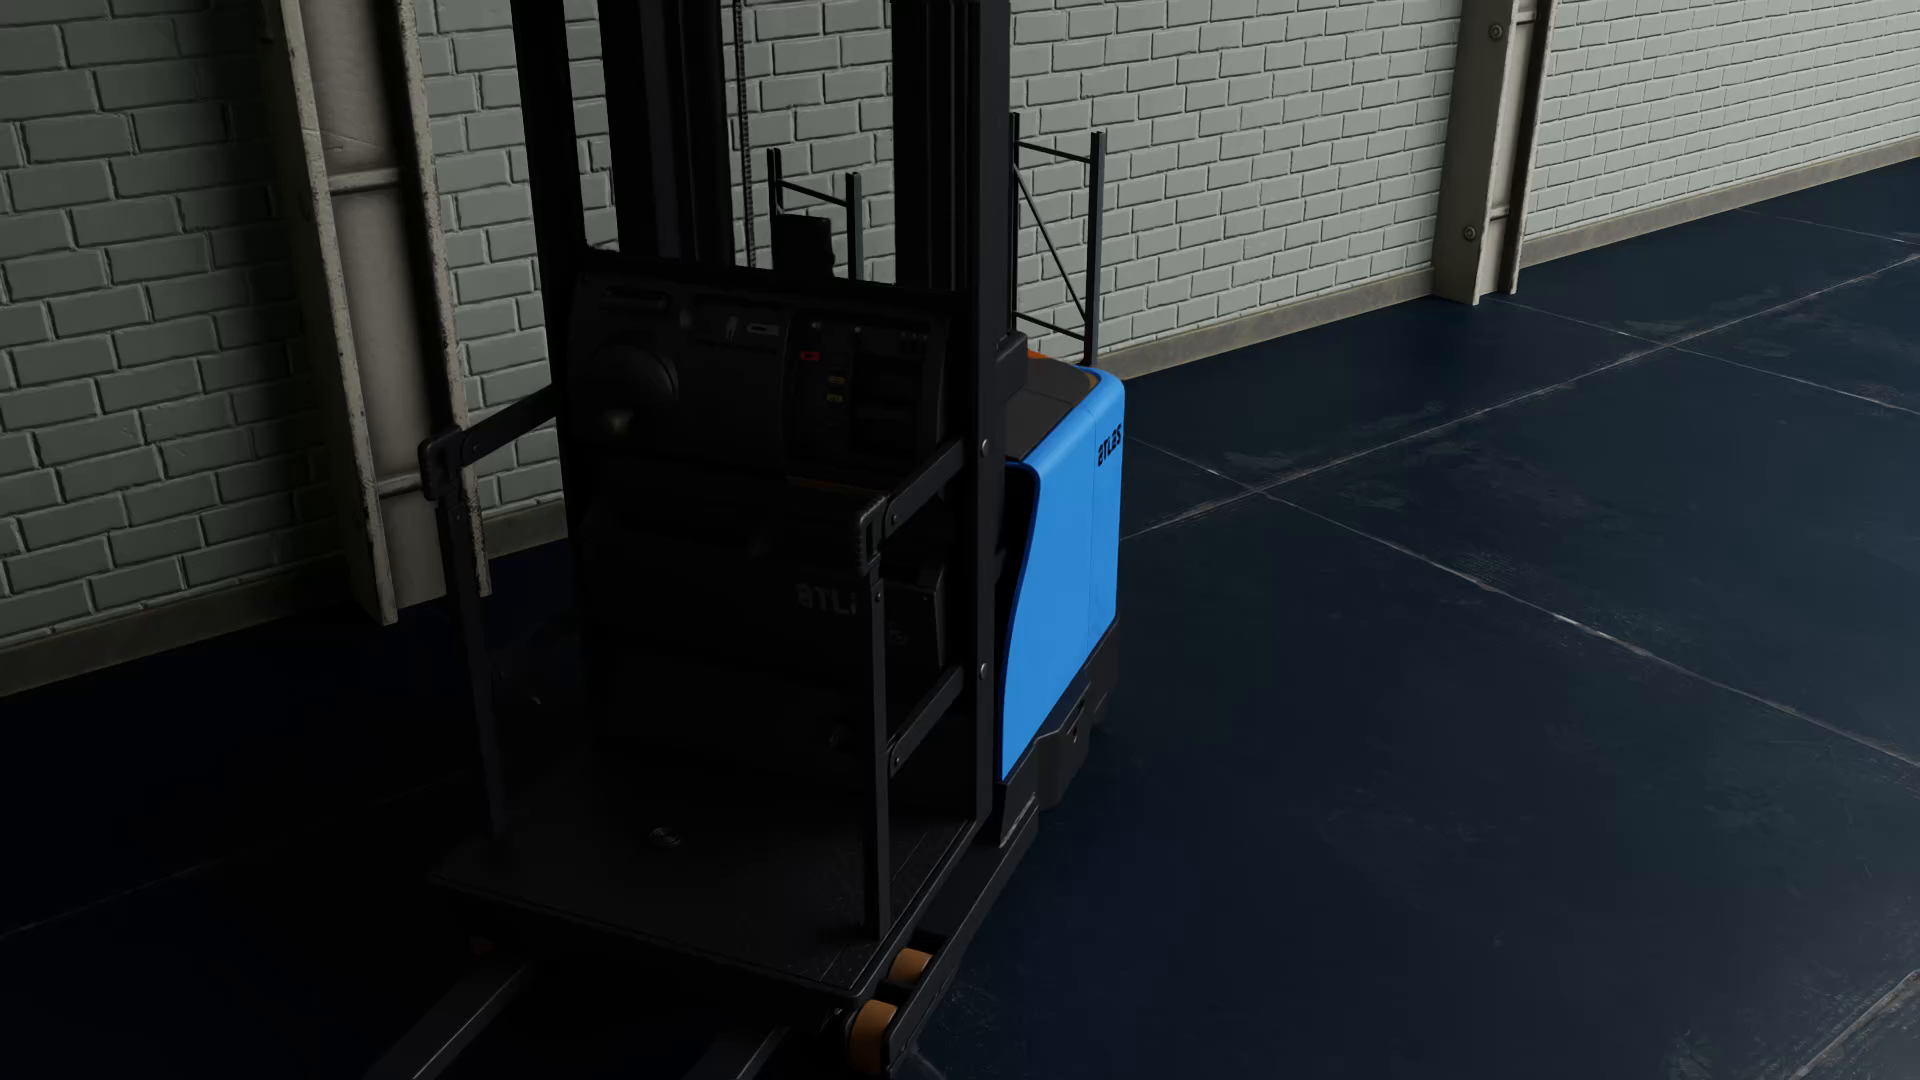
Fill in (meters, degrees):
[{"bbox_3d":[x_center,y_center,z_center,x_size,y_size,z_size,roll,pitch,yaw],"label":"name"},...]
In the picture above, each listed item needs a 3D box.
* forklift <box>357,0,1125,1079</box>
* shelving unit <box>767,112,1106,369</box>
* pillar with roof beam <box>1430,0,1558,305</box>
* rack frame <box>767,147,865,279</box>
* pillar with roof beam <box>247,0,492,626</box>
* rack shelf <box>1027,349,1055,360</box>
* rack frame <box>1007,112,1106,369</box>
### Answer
[{"bbox_3d":[-0.537,-0.341,3.503,1.130,2.935,3.031,10,27,20],"label":"forklift"},{"bbox_3d":[-0.060,-0.661,5.892,1.083,1.500,0.587,-18,31,-34],"label":"shelving unit"},{"bbox_3d":[5.485,-4.025,4.233,0.400,9.000,9.100,-18,31,-34],"label":"pillar with roof beam"},{"bbox_3d":[-0.467,-0.526,5.602,0.032,1.500,0.500,-18,31,-34],"label":"rack frame"},{"bbox_3d":[0.764,-2.466,0.874,0.400,9.000,9.100,-18,31,-34],"label":"pillar with roof beam"},{"bbox_3d":[-0.067,-0.495,5.962,1.000,0.185,0.538,-18,31,-34],"label":"rack shelf"},{"bbox_3d":[0.333,-0.790,6.171,0.032,1.500,0.500,-18,31,-34],"label":"rack frame"}]
